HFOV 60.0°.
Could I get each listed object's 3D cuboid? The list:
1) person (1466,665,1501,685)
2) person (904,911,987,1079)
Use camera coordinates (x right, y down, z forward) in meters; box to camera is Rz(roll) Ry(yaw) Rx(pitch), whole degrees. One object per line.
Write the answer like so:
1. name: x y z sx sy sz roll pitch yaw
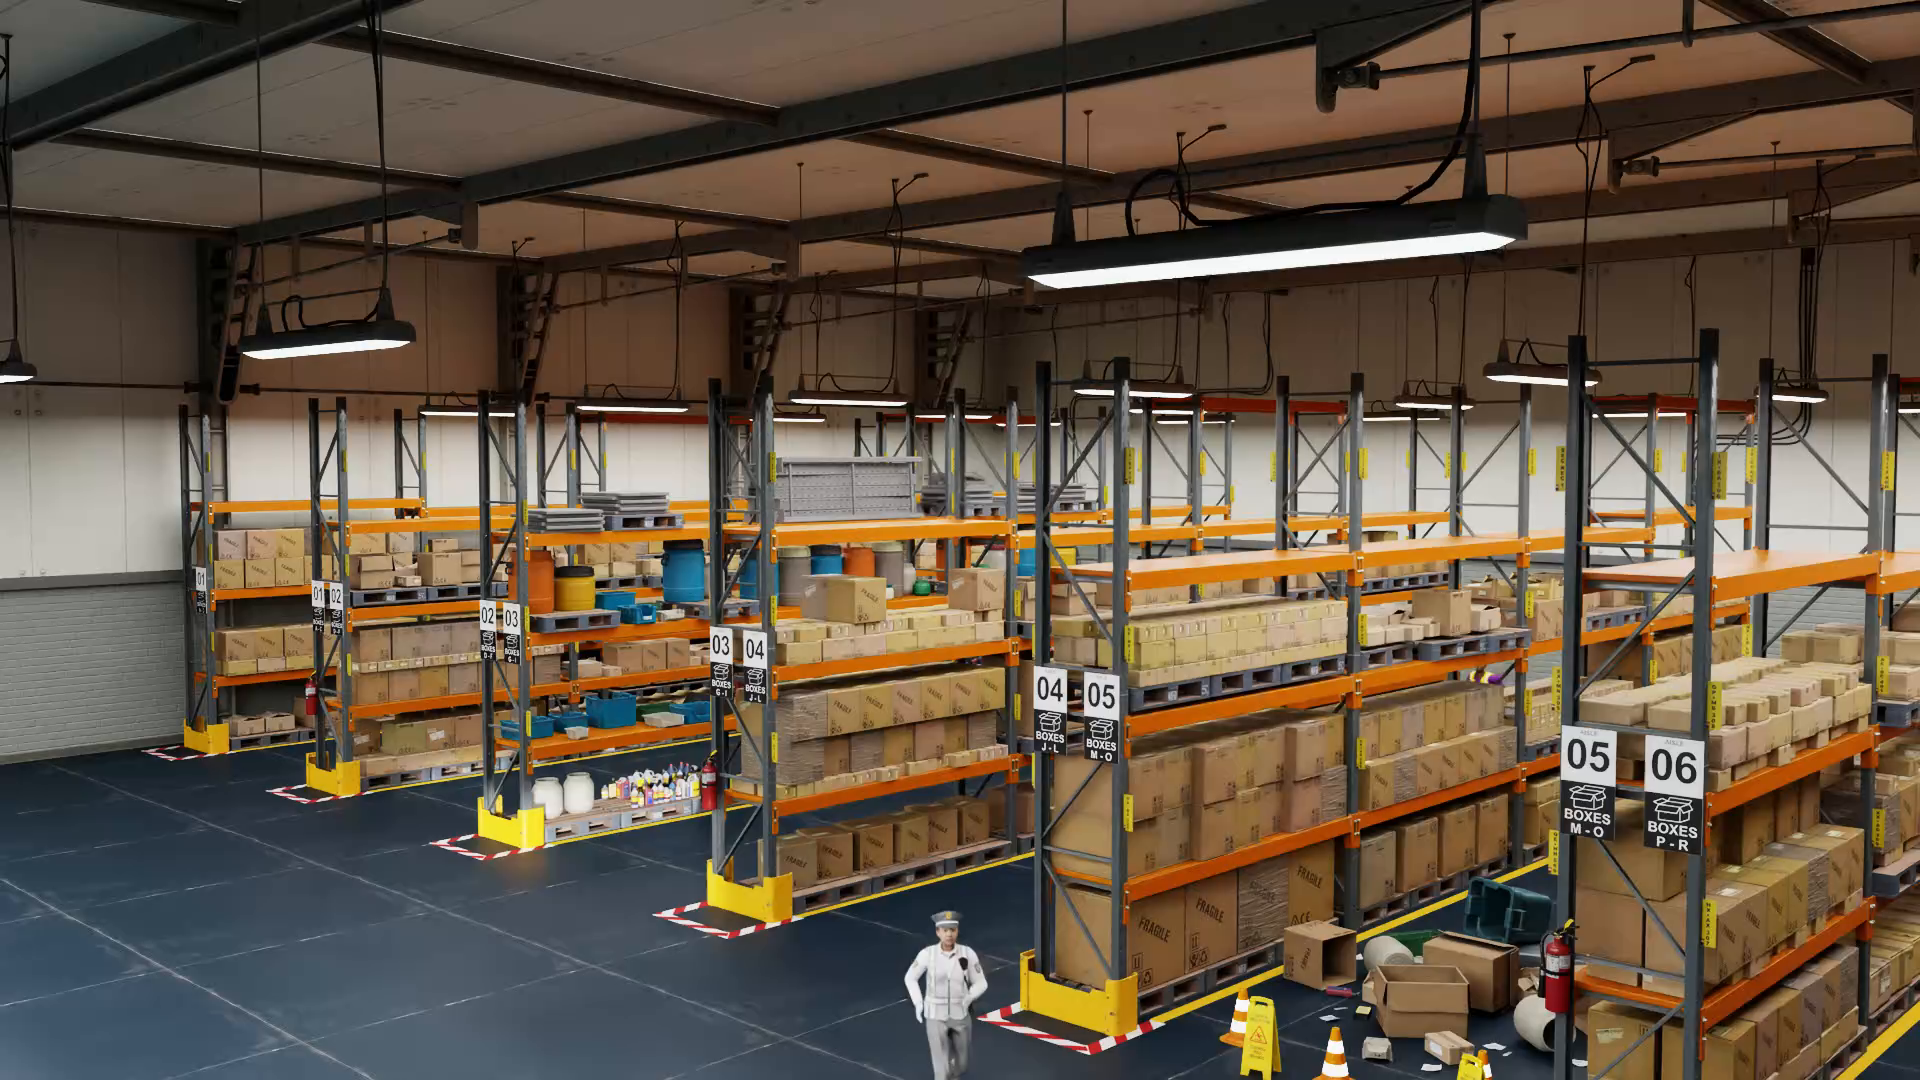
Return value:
1. person: 8.774 2.822 27.971 0.712 1.758 0.792 3 4 45
2. person: -0.101 3.652 12.754 0.626 1.665 0.824 0 3 -8
